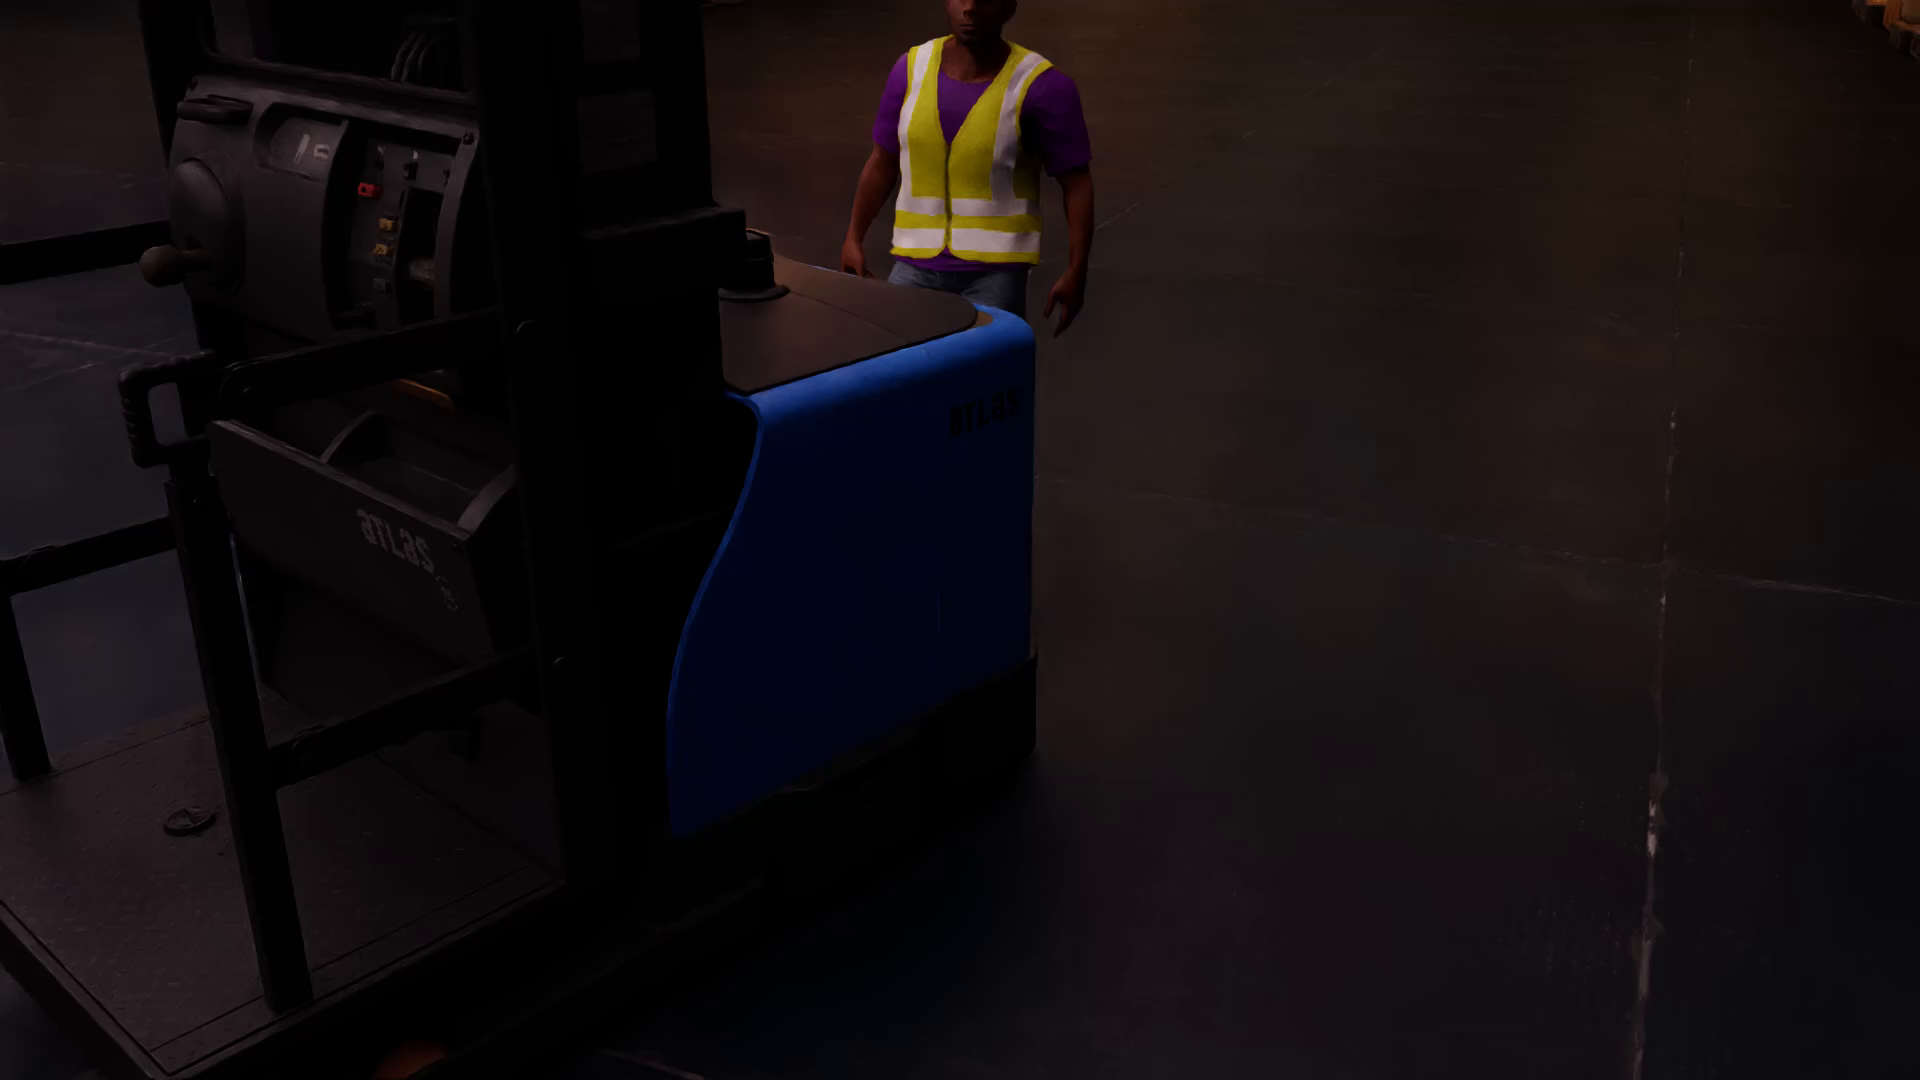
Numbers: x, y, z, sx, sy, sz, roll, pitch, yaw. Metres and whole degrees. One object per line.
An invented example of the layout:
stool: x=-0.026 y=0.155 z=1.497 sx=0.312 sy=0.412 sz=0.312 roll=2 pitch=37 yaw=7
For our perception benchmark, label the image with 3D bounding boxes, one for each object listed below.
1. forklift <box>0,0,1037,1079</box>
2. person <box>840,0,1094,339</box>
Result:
forklift: x=-1.193 y=-0.529 z=2.559 sx=1.130 sy=2.935 sz=3.031 roll=19 pitch=29 yaw=38
person: x=-0.013 y=-0.755 z=4.646 sx=0.716 sy=1.753 sz=0.511 roll=8 pitch=24 yaw=18
